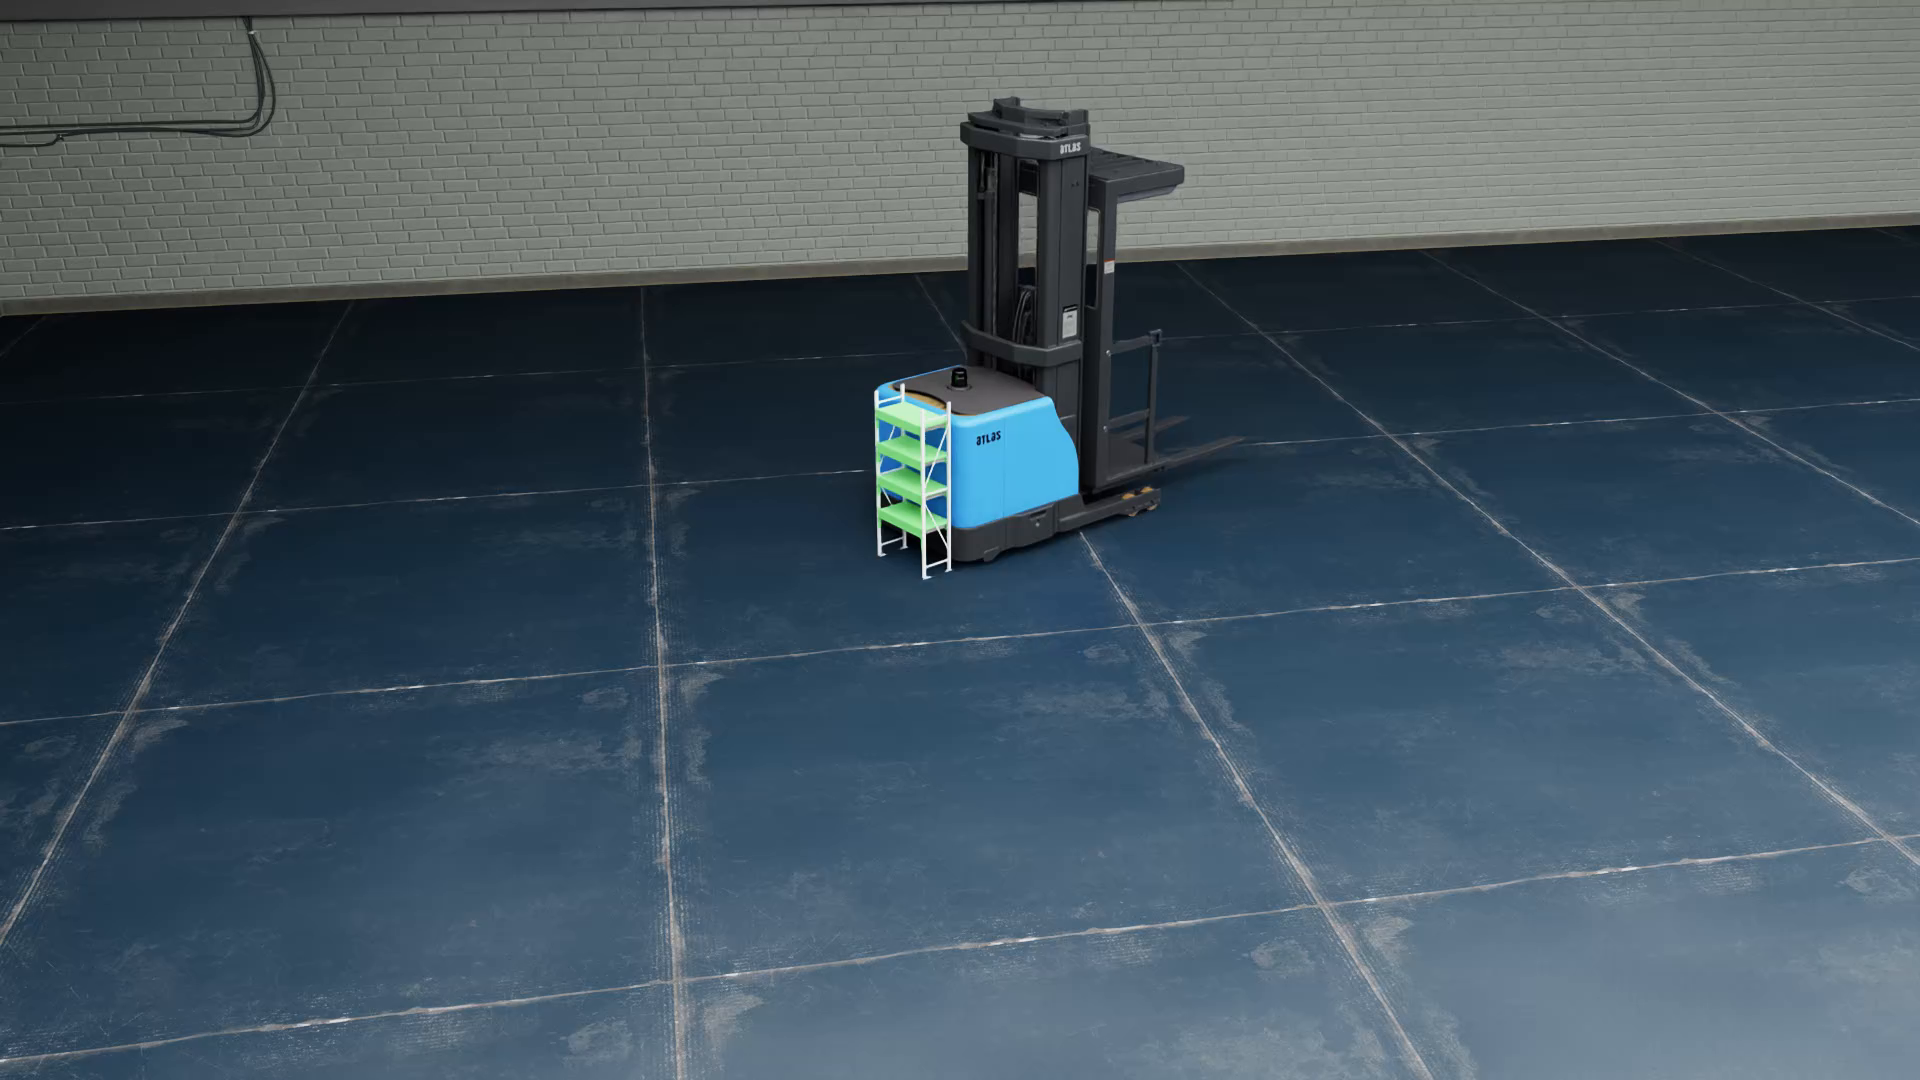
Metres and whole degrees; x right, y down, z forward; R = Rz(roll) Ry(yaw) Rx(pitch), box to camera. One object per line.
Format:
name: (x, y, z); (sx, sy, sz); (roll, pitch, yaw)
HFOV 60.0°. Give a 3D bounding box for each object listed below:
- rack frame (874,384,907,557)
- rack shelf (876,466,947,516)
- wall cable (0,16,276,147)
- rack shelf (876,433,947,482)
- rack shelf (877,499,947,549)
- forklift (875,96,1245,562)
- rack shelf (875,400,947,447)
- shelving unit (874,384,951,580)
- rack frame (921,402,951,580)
rack frame: (-0.470, -0.465, 11.315); (0.240, 1.200, 0.015); (-19, 30, -36)
rack shelf: (-0.313, -0.332, 11.170); (0.258, 0.148, 0.480); (-19, 30, -36)
wall cable: (-8.369, -5.090, 16.040); (3.097, 2.526, 0.112); (-4, 24, -10)
rack shelf: (-0.313, -0.551, 11.074); (0.258, 0.148, 0.480); (-19, 30, -36)
rack shelf: (-0.313, -0.112, 11.266); (0.258, 0.148, 0.480); (-19, 30, -36)
forklift: (0.857, -1.659, 11.886); (3.031, 2.935, 1.130); (-18, 30, -36)
rack shelf: (-0.313, -0.771, 10.978); (0.258, 0.148, 0.480); (-19, 30, -36)
shelving unit: (-0.313, -0.390, 11.144); (0.258, 1.200, 0.503); (-19, 30, -36)
rack frame: (-0.157, -0.315, 10.973); (0.240, 1.200, 0.015); (-19, 30, -36)
